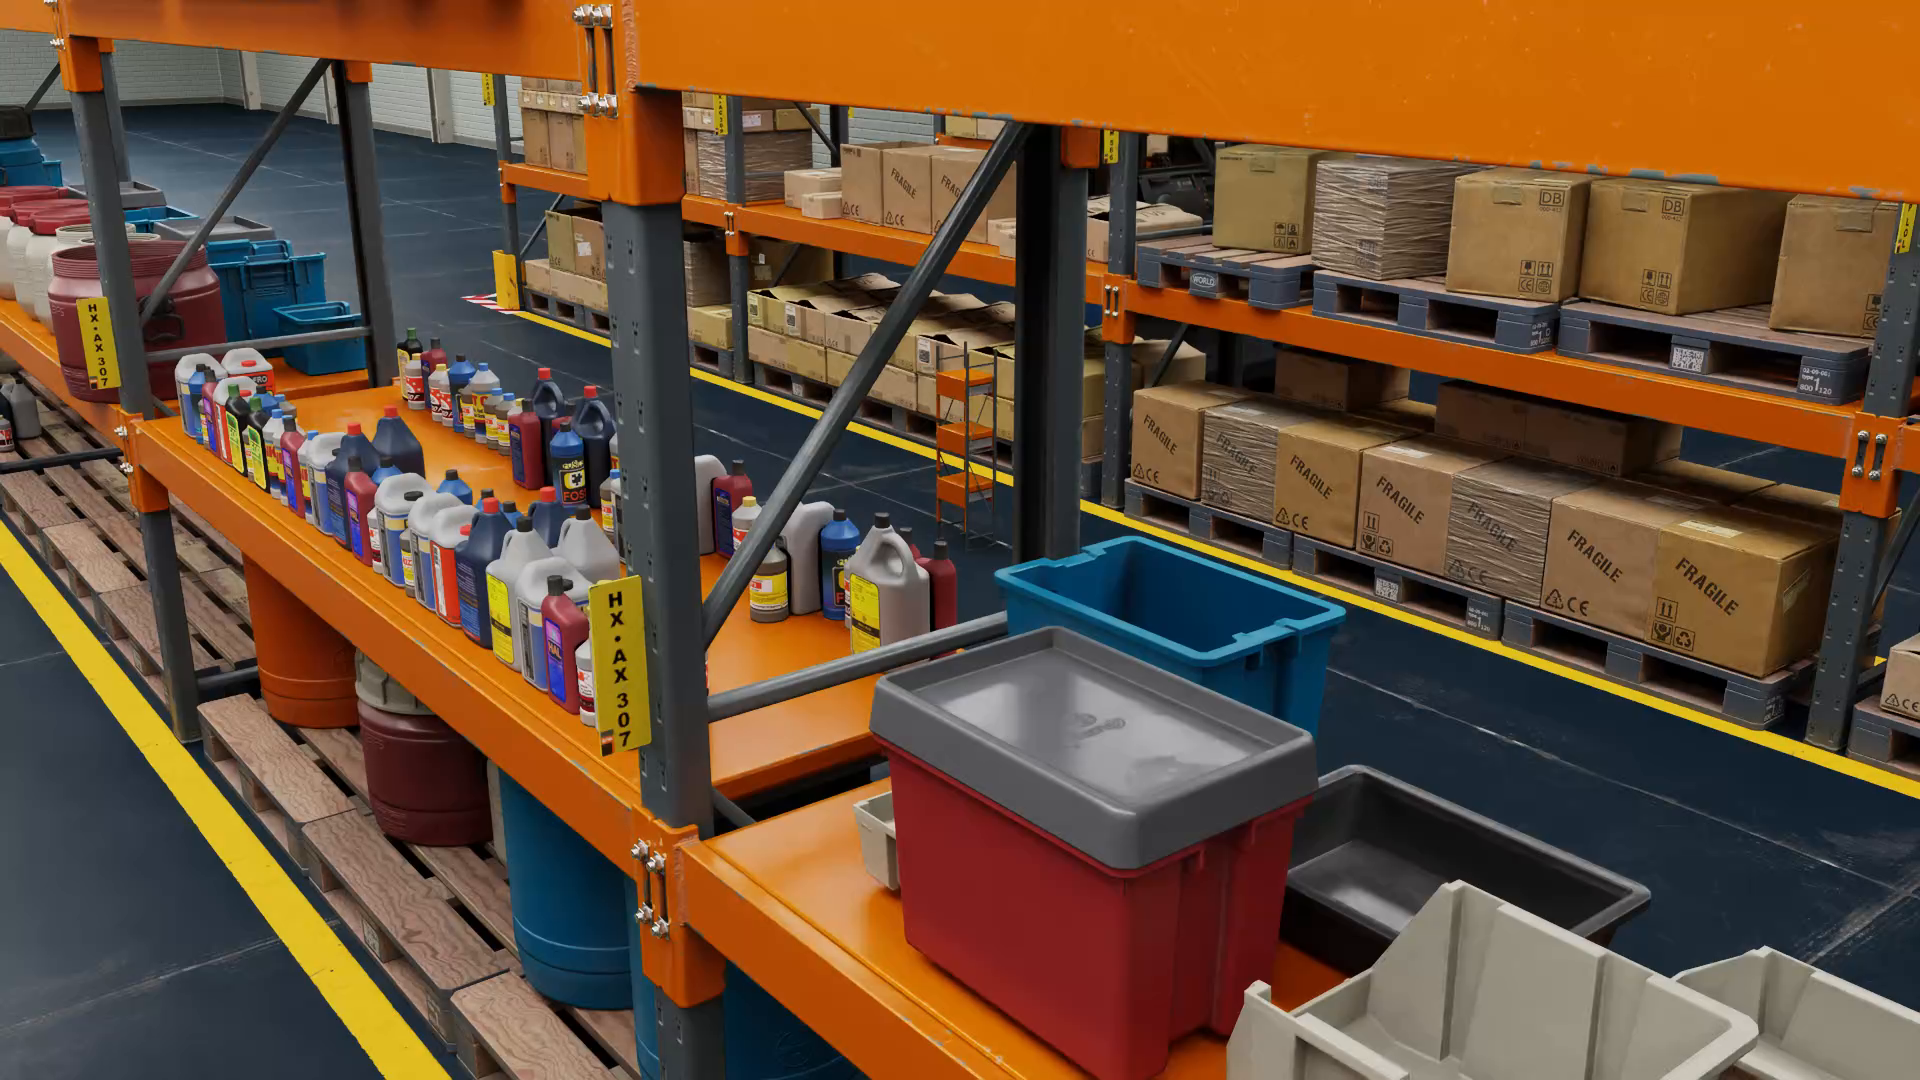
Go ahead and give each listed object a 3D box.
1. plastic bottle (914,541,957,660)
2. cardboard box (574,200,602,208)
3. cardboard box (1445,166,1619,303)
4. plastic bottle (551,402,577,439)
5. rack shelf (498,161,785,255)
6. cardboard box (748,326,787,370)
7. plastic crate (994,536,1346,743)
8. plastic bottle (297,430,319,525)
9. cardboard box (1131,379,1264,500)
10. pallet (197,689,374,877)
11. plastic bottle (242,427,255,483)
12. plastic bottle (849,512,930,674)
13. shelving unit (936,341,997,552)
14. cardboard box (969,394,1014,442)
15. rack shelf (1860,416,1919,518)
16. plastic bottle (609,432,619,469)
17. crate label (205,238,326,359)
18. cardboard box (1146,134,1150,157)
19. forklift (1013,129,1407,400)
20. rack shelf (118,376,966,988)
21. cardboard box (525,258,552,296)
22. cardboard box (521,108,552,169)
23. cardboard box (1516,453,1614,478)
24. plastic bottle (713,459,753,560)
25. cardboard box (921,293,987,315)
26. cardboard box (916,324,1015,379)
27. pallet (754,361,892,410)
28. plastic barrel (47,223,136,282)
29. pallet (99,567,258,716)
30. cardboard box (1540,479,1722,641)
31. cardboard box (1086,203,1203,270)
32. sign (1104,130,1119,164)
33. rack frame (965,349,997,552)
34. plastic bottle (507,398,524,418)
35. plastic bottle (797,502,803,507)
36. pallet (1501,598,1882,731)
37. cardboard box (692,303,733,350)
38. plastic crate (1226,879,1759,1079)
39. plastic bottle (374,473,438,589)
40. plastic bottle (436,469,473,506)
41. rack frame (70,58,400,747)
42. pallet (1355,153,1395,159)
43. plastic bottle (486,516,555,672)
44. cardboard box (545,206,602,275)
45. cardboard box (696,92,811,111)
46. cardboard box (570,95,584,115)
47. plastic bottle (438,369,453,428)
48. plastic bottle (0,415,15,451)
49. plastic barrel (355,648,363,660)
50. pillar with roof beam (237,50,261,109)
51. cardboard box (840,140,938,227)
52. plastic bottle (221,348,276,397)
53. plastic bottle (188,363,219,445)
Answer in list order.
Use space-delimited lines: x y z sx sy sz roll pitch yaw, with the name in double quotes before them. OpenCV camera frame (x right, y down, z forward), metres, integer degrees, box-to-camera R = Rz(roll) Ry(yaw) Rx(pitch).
"plastic bottle" -0.066 0.132 3.876 0.061 0.283 0.133 -14 23 -36
"cardboard box" -3.172 -2.848 15.205 0.500 0.500 0.500 -14 23 -36
"cardboard box" 2.567 -1.385 7.447 0.500 0.500 0.700 13 23 35
"plastic bottle" -1.212 -0.291 5.156 0.061 0.283 0.133 -14 23 -36
"rack shelf" -2.497 -2.838 13.805 1.077 0.370 4.000 -14 23 -36
"cardboard box" -1.199 -1.433 12.124 0.500 0.250 0.500 -15 23 -37
"plastic crate" 0.384 0.278 3.180 0.392 0.384 0.575 -14 23 -36
"plastic bottle" -1.874 -0.186 4.856 0.097 0.271 0.097 0 18 0
"cardboard box" 1.287 -0.555 9.043 0.500 0.500 0.500 -13 22 -34
"pallet" -2.135 0.775 6.186 1.003 0.211 1.213 -14 23 -36
"plastic bottle" -2.221 -0.290 5.283 0.097 0.201 0.097 0 18 0
"plastic bottle" -0.163 0.114 3.824 0.144 0.351 0.185 -14 23 -36
"shelving unit" 0.033 -0.485 8.658 0.215 1.050 0.252 -14 23 -36
"cardboard box" 0.388 -0.803 10.222 0.500 0.250 0.500 -14 23 -37
"rack shelf" 4.954 0.119 4.875 1.077 0.370 4.000 -14 23 -36
"plastic bottle" -0.992 -0.220 4.959 0.097 0.271 0.097 0 18 0
"crate label" -3.062 -1.049 7.203 0.502 0.435 0.616 -14 23 -36
"cardboard box" 1.791 -3.774 15.696 0.500 0.250 0.500 -14 23 -36
"forklift" 1.716 -2.387 11.408 1.130 2.935 3.031 -15 23 -38
"rack shelf" -1.415 0.099 4.935 1.077 0.370 4.000 -14 23 -36
"cardboard box" -3.580 -2.391 15.016 0.500 0.250 0.500 -14 23 -36
"cardboard box" -3.459 -3.602 14.809 0.700 0.500 0.500 -14 23 -36
"cardboard box" 2.958 -0.158 7.844 0.500 0.500 0.500 -14 23 -35
"plastic bottle" -0.618 -0.086 4.537 0.061 0.283 0.133 -14 23 -36
"cardboard box" -0.143 -1.552 11.593 0.500 0.311 0.500 -14 23 -36
"cardboard box" 0.071 -1.194 10.510 0.500 0.311 0.500 -14 23 -36
"pallet" -0.767 -1.189 12.117 1.003 0.211 1.213 -14 23 -36
"plastic barrel" -3.724 -1.104 7.246 0.421 0.512 0.421 0 18 0
"pallet" -3.107 0.390 7.348 1.003 0.211 1.213 -14 23 -36
"cardboard box" 2.881 0.074 7.145 0.500 0.500 0.500 -14 23 -36
"cardboard box" 1.037 -1.757 9.537 0.500 0.311 0.500 -12 22 -33
"sign" 0.795 -2.141 8.715 0.100 0.325 0.005 -14 23 -36
"rack frame" 0.109 -0.455 8.567 0.200 1.050 0.008 -14 23 -36
"plastic bottle" -1.447 -0.367 5.516 0.097 0.201 0.097 0 18 0
"plastic bottle" -0.440 -0.001 4.297 0.097 0.271 0.097 0 18 0
"pallet" 3.177 0.416 7.272 1.003 0.211 1.213 -14 23 -36
"cardboard box" -1.714 -1.652 12.786 0.500 0.250 0.500 -14 23 -36
"plastic crate" 0.631 0.691 2.098 0.437 0.282 0.530 -14 23 -36
"plastic bottle" -1.439 -0.029 4.376 0.152 0.276 0.135 -14 23 -36
"plastic bottle" -1.353 -0.056 4.464 0.097 0.271 0.097 0 18 0
"rack frame" -2.657 -0.735 6.310 1.000 3.000 0.127 -14 23 -36
"pallet" 3.848 -3.057 13.629 1.003 0.211 1.213 -14 23 -36
"plastic bottle" -1.000 0.112 3.832 0.144 0.351 0.185 -14 23 -36
"cardboard box" -3.268 -2.624 14.527 0.500 0.500 0.500 -14 23 -36
"cardboard box" -1.536 -3.458 12.310 0.700 0.500 0.500 -14 23 -36
"cardboard box" -3.022 -3.635 13.876 0.380 0.149 0.250 -15 23 -38
"plastic bottle" -1.810 -0.511 5.951 0.097 0.201 0.097 0 18 0
"plastic bottle" -5.610 -0.630 9.744 0.097 0.201 0.097 0 18 0
"plastic barrel" -1.919 0.486 5.914 0.421 0.512 0.421 0 18 0
"pillar with roof beam" -20.746 -14.036 36.936 9.100 9.000 0.400 -14 23 -36
"cardboard box" -0.464 -2.412 11.215 0.500 0.500 0.500 -12 22 -32
"plastic bottle" -2.522 -0.536 5.907 0.152 0.276 0.135 -14 23 -36
"plastic bottle" -2.591 -0.470 5.715 0.097 0.271 0.097 0 18 0
